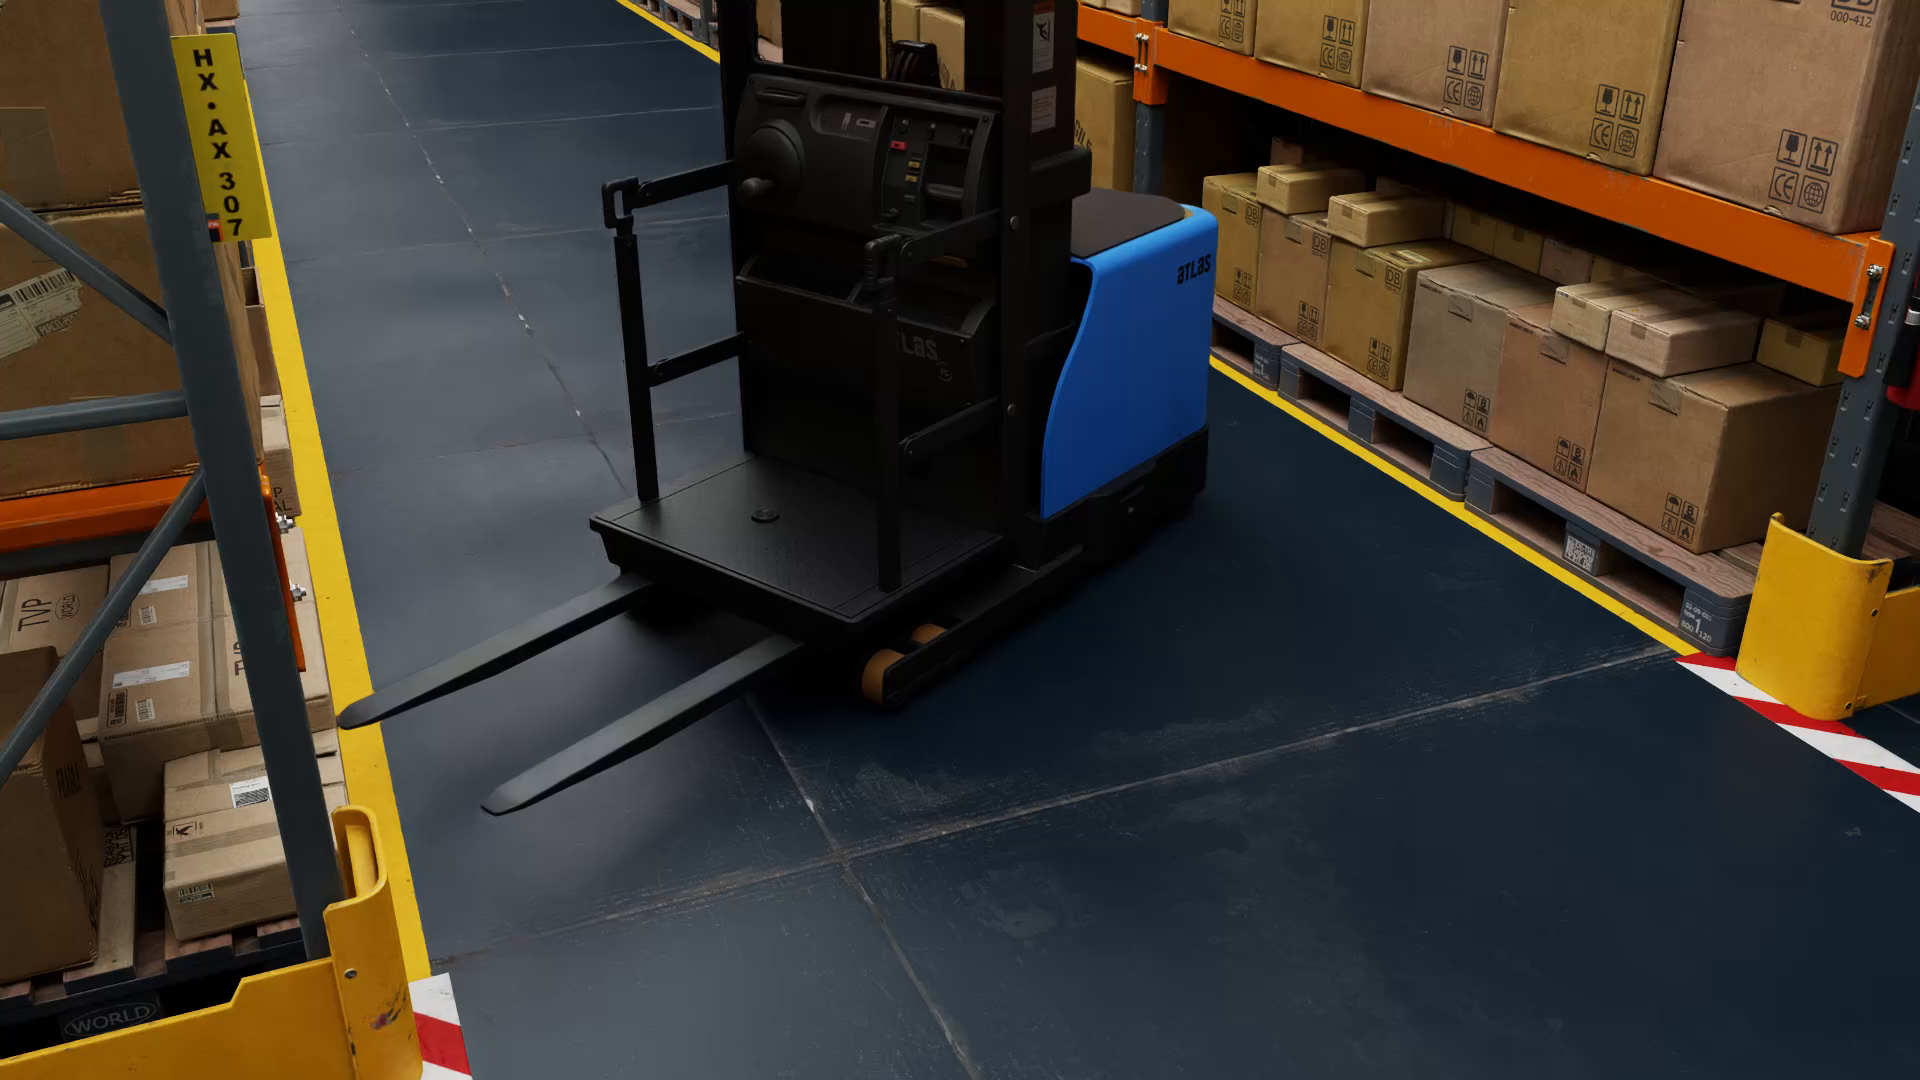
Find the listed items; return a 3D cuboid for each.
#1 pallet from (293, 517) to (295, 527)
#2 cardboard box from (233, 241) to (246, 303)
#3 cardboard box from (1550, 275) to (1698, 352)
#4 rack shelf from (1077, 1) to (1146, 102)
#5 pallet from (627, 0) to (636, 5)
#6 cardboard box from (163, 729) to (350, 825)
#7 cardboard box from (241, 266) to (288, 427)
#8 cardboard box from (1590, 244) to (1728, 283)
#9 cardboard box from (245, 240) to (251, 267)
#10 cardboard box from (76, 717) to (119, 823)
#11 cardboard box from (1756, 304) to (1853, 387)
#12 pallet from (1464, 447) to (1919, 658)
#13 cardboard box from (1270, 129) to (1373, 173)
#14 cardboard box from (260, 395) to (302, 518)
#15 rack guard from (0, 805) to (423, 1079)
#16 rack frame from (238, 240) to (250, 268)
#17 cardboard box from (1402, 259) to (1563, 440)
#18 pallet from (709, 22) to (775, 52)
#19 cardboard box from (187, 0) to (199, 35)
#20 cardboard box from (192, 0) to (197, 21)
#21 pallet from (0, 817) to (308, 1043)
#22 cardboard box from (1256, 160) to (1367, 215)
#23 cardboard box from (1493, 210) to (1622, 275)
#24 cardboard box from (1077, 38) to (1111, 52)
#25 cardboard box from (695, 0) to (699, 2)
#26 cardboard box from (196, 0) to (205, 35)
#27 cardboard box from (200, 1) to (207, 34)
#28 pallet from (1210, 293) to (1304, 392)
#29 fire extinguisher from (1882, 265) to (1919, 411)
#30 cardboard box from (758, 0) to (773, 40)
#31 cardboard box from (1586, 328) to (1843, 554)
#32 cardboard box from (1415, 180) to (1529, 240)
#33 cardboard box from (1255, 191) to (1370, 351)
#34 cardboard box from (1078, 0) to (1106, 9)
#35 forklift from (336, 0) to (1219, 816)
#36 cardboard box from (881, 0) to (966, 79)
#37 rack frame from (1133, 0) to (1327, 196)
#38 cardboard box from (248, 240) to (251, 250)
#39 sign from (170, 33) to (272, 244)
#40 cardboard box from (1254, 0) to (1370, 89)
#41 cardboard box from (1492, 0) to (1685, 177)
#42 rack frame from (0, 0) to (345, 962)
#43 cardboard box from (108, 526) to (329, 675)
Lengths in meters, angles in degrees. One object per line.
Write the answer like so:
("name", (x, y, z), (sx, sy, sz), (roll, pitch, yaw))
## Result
("pallet", (-2.974, -0.238, 5.996), (1.003, 0.211, 1.213), (-11, 28, -21))
("cardboard box", (-2.008, -0.833, 3.924), (0.500, 0.500, 0.500), (-11, 28, -21))
("cardboard box", (2.196, -0.752, 5.502), (0.380, 0.149, 0.250), (-10, 28, -19))
("rack shelf", (0.531, -3.105, 9.511), (1.077, 0.370, 4.000), (-11, 28, -21))
("pallet", (-3.070, -5.847, 17.486), (1.003, 0.211, 1.213), (-11, 28, -21))
("cardboard box", (-1.622, 0.593, 3.844), (0.380, 0.166, 0.250), (-11, 28, -21))
("cardboard box", (-2.758, -0.661, 6.033), (0.500, 0.500, 0.500), (-11, 28, -21))
("cardboard box", (2.451, -0.918, 5.842), (0.380, 0.149, 0.250), (-10, 28, -20))
("cardboard box", (-3.208, -1.080, 6.890), (0.500, 0.500, 0.500), (-12, 28, -23))
("cardboard box", (-2.191, 0.566, 3.900), (0.380, 0.166, 0.250), (-11, 28, -21))
("cardboard box", (2.747, -0.612, 5.216), (0.380, 0.149, 0.250), (-10, 28, -20))
("pallet", (2.495, -0.062, 5.637), (1.003, 0.211, 1.213), (-11, 28, -21))
("cardboard box", (1.639, -1.751, 7.548), (0.380, 0.149, 0.250), (-11, 28, -21))
("cardboard box", (-2.465, -0.274, 5.455), (0.500, 0.311, 0.500), (-11, 28, -21))
("rack guard", (-1.706, 0.939, 3.257), (1.175, 0.500, 0.348), (-11, 28, -21))
("rack frame", (-3.243, -1.768, 5.953), (1.000, 3.000, 0.127), (-11, 28, -21))
("cardboard box", (2.121, -0.742, 6.221), (0.700, 0.500, 0.500), (-12, 28, -22))
("pallet", (-1.513, -4.283, 14.282), (1.003, 0.211, 1.213), (-11, 28, -21))
("cardboard box", (-2.010, -1.285, 3.709), (0.500, 0.500, 0.500), (-10, 28, -20))
("cardboard box", (-2.406, -1.693, 4.545), (0.500, 0.500, 0.500), (-10, 28, -20))
("pallet", (-2.019, 0.747, 3.979), (1.003, 0.211, 1.213), (-11, 28, -21))
("cardboard box", (1.479, -1.489, 7.011), (0.380, 0.149, 0.250), (-10, 28, -19))
("cardboard box", (2.249, -1.124, 6.264), (0.380, 0.149, 0.250), (-10, 28, -20))
("cardboard box", (0.589, -2.442, 9.304), (0.750, 0.750, 0.750), (-10, 28, -19))
("cardboard box", (-2.262, -5.337, 15.610), (0.500, 0.500, 0.500), (-13, 29, -24))
("cardboard box", (-2.404, -1.241, 4.758), (0.500, 0.500, 0.500), (-10, 28, -19))
("cardboard box", (-2.811, -1.655, 5.608), (0.500, 0.500, 0.500), (-10, 28, -20))
("pallet", (1.540, -1.047, 7.655), (1.003, 0.211, 1.213), (-11, 28, -21))
("fire extinguisher", (2.515, -0.664, 4.203), (0.296, 0.674, 0.183), (-11, 28, -21))
("cardboard box", (-1.267, -4.431, 13.753), (0.700, 0.500, 0.500), (-11, 28, -22))
("cardboard box", (2.514, -0.337, 5.392), (0.700, 0.500, 0.500), (-11, 28, -21))
("cardboard box", (2.049, -1.330, 6.686), (0.380, 0.149, 0.250), (-10, 28, -20))
("cardboard box", (1.706, -1.163, 7.084), (0.700, 0.500, 0.500), (-11, 28, -21))
("cardboard box", (0.801, -2.703, 8.130), (0.380, 0.149, 0.250), (-10, 28, -20))
("forklift", (-0.421, -1.082, 4.625), (1.130, 2.935, 3.031), (19, 32, 34))
("cardboard box", (-0.085, -3.139, 10.732), (0.750, 0.750, 0.750), (-11, 28, -21))
("rack frame", (1.314, -2.621, 7.699), (1.000, 3.000, 0.127), (-11, 28, -21))
("cardboard box", (-3.813, -1.700, 8.161), (0.500, 0.500, 0.500), (-12, 28, -23))
("sign", (-1.177, -0.636, 2.646), (0.100, 0.325, 0.005), (-11, 28, -21))
("cardboard box", (1.792, -2.238, 6.573), (0.980, 0.700, 0.700), (-11, 28, -22))
("cardboard box", (2.376, -1.637, 5.342), (0.980, 0.700, 0.700), (-11, 28, -21))
("rack frame", (-1.676, -0.153, 2.645), (1.000, 3.000, 0.127), (-11, 28, -21))
("cardboard box", (-2.020, 0.213, 4.528), (0.500, 0.250, 0.500), (-11, 28, -21))
